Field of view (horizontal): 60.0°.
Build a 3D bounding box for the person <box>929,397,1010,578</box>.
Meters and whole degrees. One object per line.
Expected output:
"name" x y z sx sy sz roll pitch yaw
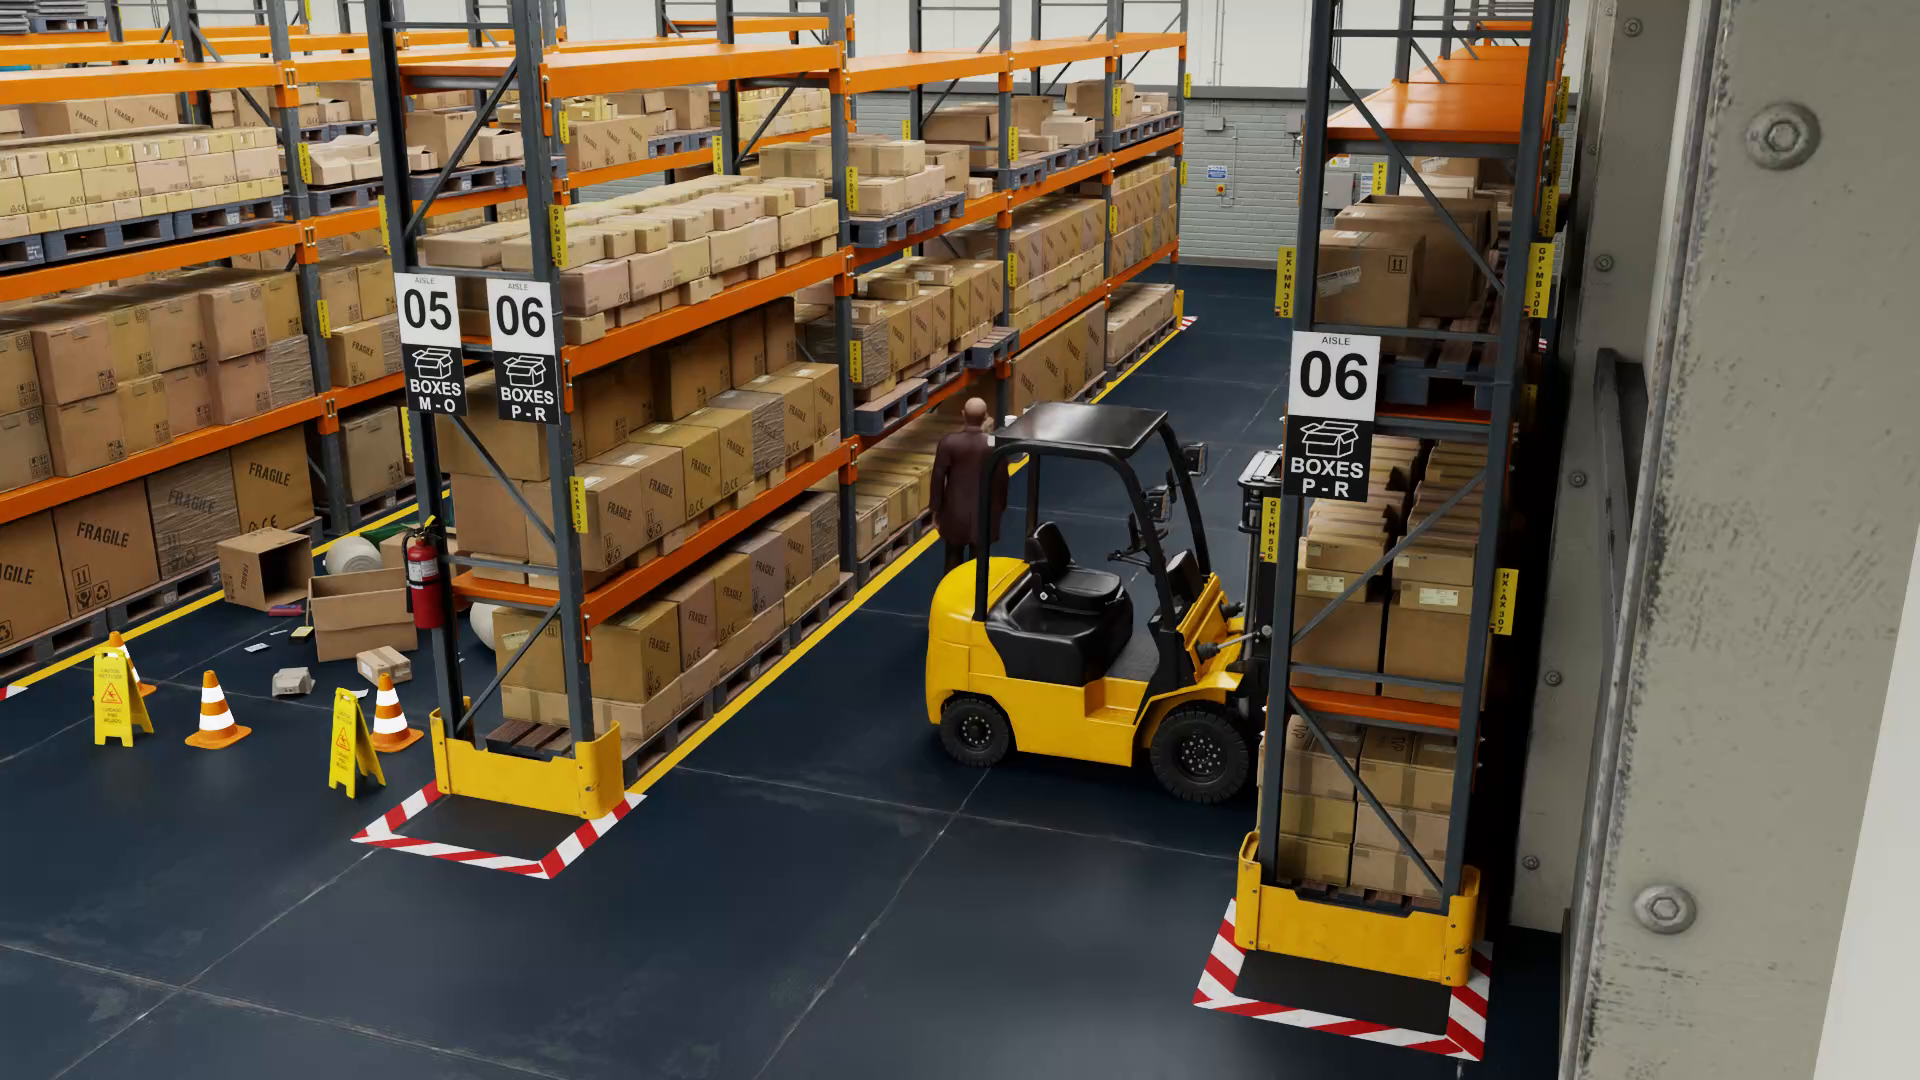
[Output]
"person" 0.073 -0.216 12.730 0.614 1.814 0.545 1 18 4
